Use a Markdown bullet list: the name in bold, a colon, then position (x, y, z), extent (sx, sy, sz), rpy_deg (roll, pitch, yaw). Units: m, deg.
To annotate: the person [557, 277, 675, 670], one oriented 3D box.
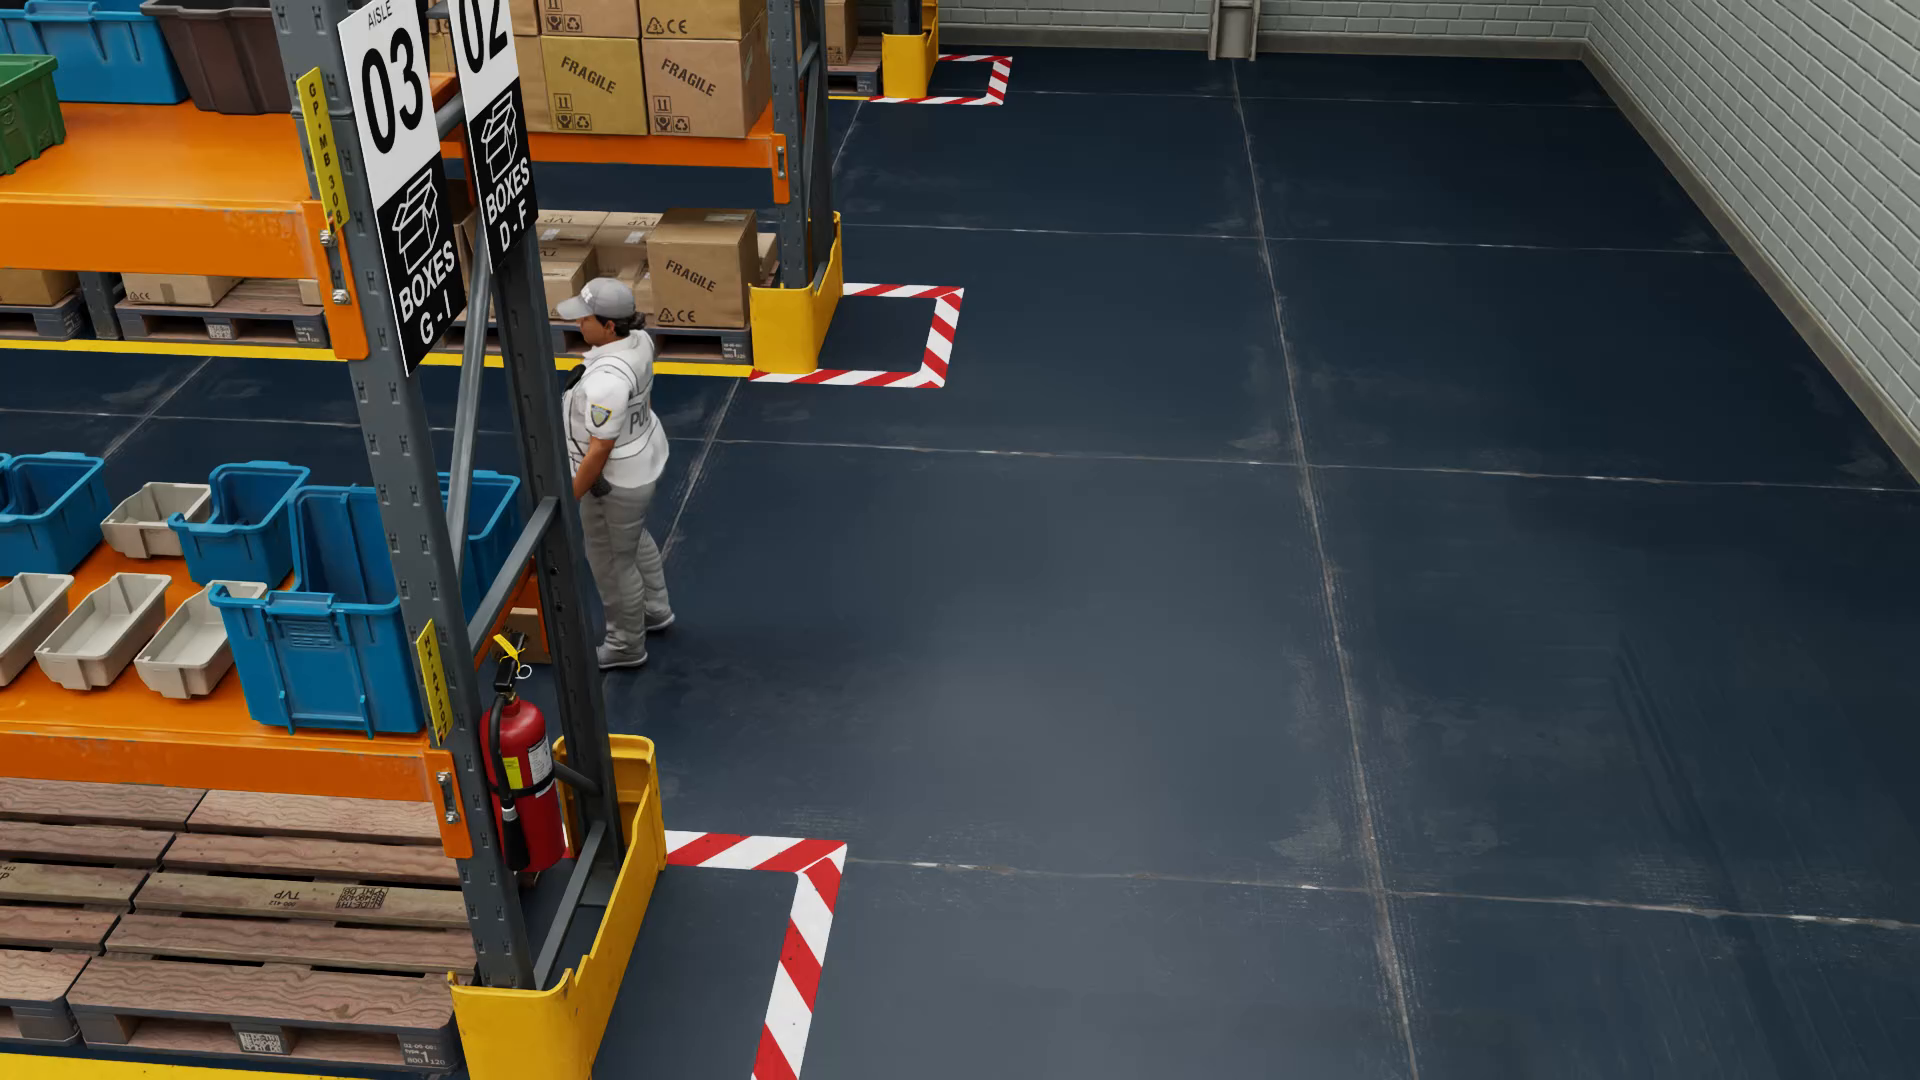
- **person**: position (-1.363, -0.225, 6.521), extent (0.436, 1.725, 0.528), rpy_deg (3, 32, 4)
